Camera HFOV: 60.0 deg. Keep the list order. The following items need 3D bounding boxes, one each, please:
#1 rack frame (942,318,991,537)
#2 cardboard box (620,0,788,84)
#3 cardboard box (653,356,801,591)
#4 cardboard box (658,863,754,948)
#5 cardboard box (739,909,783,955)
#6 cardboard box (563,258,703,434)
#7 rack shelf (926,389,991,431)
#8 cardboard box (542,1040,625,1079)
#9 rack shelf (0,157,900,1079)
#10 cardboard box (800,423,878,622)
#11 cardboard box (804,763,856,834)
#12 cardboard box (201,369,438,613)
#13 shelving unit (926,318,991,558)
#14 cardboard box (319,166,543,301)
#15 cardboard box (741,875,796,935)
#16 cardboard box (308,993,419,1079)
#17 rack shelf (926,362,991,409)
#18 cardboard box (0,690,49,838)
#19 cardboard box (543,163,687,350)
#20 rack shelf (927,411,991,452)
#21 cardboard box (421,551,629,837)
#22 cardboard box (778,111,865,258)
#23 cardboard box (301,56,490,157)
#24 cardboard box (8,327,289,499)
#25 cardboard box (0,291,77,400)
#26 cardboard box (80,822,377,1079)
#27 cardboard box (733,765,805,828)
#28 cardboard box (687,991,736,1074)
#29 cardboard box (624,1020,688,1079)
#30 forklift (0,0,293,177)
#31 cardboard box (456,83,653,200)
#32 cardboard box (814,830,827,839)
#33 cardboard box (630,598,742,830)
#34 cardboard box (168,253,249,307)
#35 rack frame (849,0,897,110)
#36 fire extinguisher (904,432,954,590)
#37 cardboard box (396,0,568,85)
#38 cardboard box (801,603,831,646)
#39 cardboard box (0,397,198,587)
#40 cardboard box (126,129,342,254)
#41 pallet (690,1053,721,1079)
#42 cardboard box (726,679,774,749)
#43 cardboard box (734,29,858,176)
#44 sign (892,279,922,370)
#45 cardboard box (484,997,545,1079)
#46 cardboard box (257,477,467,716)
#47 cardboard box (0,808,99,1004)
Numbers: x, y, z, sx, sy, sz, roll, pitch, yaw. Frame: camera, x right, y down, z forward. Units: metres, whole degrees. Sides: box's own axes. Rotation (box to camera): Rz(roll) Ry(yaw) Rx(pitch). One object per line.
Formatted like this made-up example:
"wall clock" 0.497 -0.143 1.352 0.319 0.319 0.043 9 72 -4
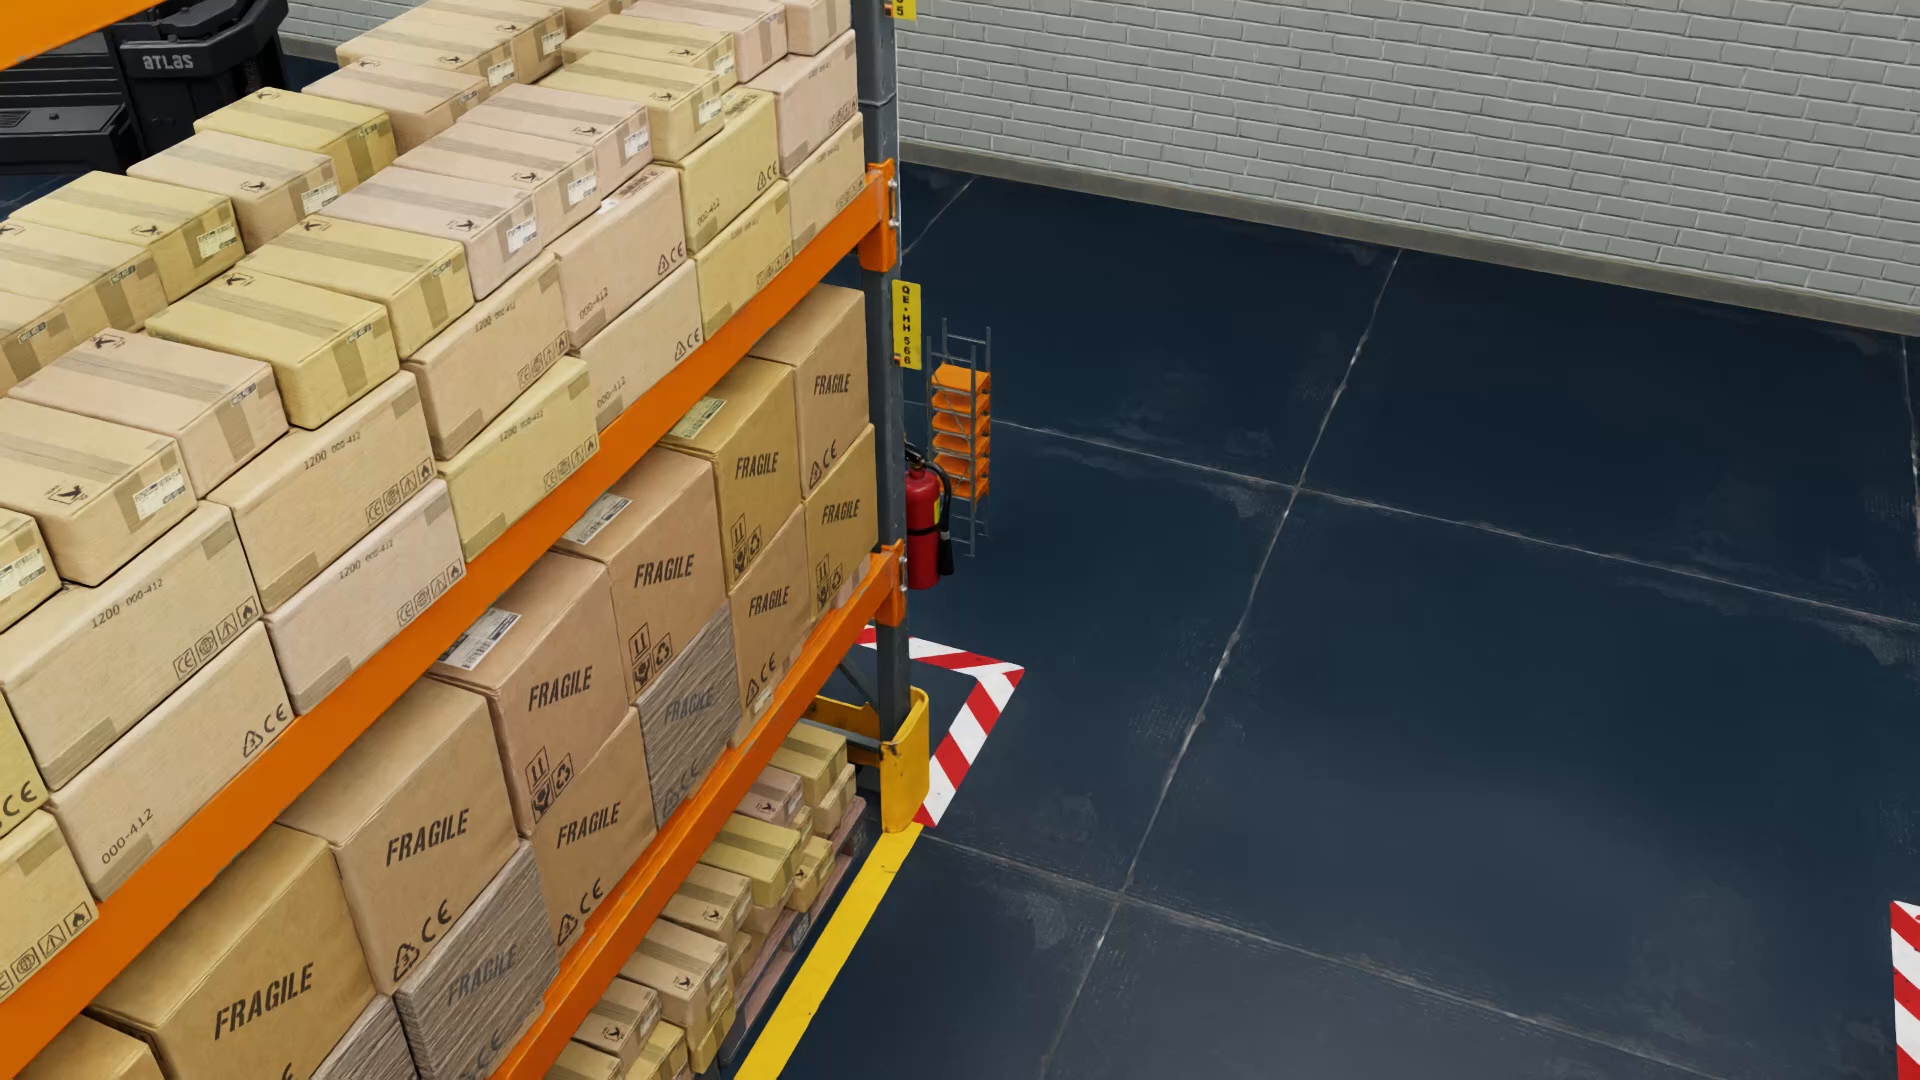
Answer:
"rack frame" 0.029 -0.523 8.049 0.240 1.200 0.006 14 39 18
"cardboard box" -0.703 -1.398 4.585 0.380 0.149 0.250 14 39 18
"cardboard box" -0.820 -0.236 4.994 0.500 0.500 0.500 13 39 16
"cardboard box" -0.937 1.247 5.711 0.380 0.149 0.250 12 39 16
"cardboard box" -0.875 1.338 6.086 0.380 0.149 0.250 14 39 18
"cardboard box" -1.000 -0.540 4.188 0.500 0.250 0.500 16 39 20
"rack shelf" -0.006 -0.629 7.865 0.258 0.103 0.180 14 39 18
"cardboard box" -1.264 1.681 5.131 0.380 0.149 0.250 14 39 18
"rack shelf" -1.444 -0.072 4.038 1.077 0.370 4.000 14 39 18
"cardboard box" -0.616 -0.118 5.672 0.500 0.500 0.500 15 39 19
"cardboard box" -0.620 0.945 6.363 0.380 0.149 0.250 13 39 17
"cardboard box" -1.402 -0.155 3.256 0.500 0.250 0.500 15 39 19
"shelving unit" -0.006 -0.473 7.982 0.258 1.200 0.189 14 39 18
"cardboard box" -1.144 -0.670 3.612 0.380 0.149 0.250 13 39 16
"cardboard box" -0.816 1.233 5.978 0.380 0.149 0.250 12 38 16
"cardboard box" -1.602 1.297 3.779 0.500 0.500 0.500 14 39 18
"rack shelf" -0.005 -0.725 7.793 0.258 0.103 0.180 14 39 18
"cardboard box" -1.800 0.395 2.520 0.500 0.250 0.500 15 39 19
"cardboard box" -1.014 -0.729 4.023 0.500 0.250 0.500 14 39 18
"rack shelf" -0.006 -0.533 7.936 0.258 0.103 0.180 14 39 18
"cardboard box" -1.208 0.348 4.213 0.500 0.500 0.500 13 39 16
"cardboard box" -0.612 -1.096 4.932 0.500 0.250 0.500 13 39 17
"cardboard box" -1.395 -1.069 4.145 0.380 0.149 0.250 15 39 19
"cardboard box" -1.473 -0.235 3.030 0.380 0.149 0.250 13 39 16
"cardboard box" -1.950 -0.368 3.207 0.380 0.149 0.250 12 39 16
"cardboard box" -1.625 0.904 3.470 0.500 0.500 0.500 13 39 16
"cardboard box" -0.799 0.946 6.114 0.380 0.149 0.250 15 39 19
"cardboard box" -0.996 1.633 5.691 0.380 0.149 0.250 12 38 16
"cardboard box" -1.116 1.661 5.406 0.380 0.149 0.250 16 40 20
"forklift" -3.541 -1.013 7.259 3.031 2.935 1.130 -3 37 -3
"cardboard box" -0.972 -0.963 4.003 0.380 0.149 0.250 13 39 17
"cardboard box" -0.691 1.046 6.477 0.380 0.149 0.250 14 39 18
"cardboard box" -1.001 0.449 4.914 0.500 0.500 0.500 14 39 18
"cardboard box" -1.683 -0.578 3.821 0.500 0.250 0.500 12 39 16
"rack frame" -0.683 -2.669 4.407 1.000 3.000 0.127 14 39 18
"fire extinguisher" -0.161 -0.120 6.383 0.296 0.674 0.183 14 39 18
"cardboard box" -1.302 -1.370 4.548 0.380 0.149 0.250 14 39 18
"cardboard box" -0.675 0.208 5.777 0.380 0.149 0.250 14 39 18
"cardboard box" -1.552 -0.088 2.832 0.380 0.149 0.250 13 39 16
"cardboard box" -1.635 -0.787 3.768 0.380 0.149 0.250 15 39 19
"pallet" -1.520 2.007 5.490 1.003 0.211 1.213 14 39 18
"cardboard box" -0.832 0.497 5.391 0.380 0.149 0.250 15 39 19
"cardboard box" -0.623 -1.295 4.781 0.500 0.250 0.500 13 39 16
"sign" -0.178 -0.719 5.577 0.100 0.325 0.005 14 39 18
"cardboard box" -1.339 1.226 4.415 0.380 0.149 0.250 16 39 20
"cardboard box" -1.387 0.047 3.403 0.500 0.250 0.500 15 39 20
"cardboard box" -1.785 0.611 2.649 0.500 0.250 0.500 16 40 20
